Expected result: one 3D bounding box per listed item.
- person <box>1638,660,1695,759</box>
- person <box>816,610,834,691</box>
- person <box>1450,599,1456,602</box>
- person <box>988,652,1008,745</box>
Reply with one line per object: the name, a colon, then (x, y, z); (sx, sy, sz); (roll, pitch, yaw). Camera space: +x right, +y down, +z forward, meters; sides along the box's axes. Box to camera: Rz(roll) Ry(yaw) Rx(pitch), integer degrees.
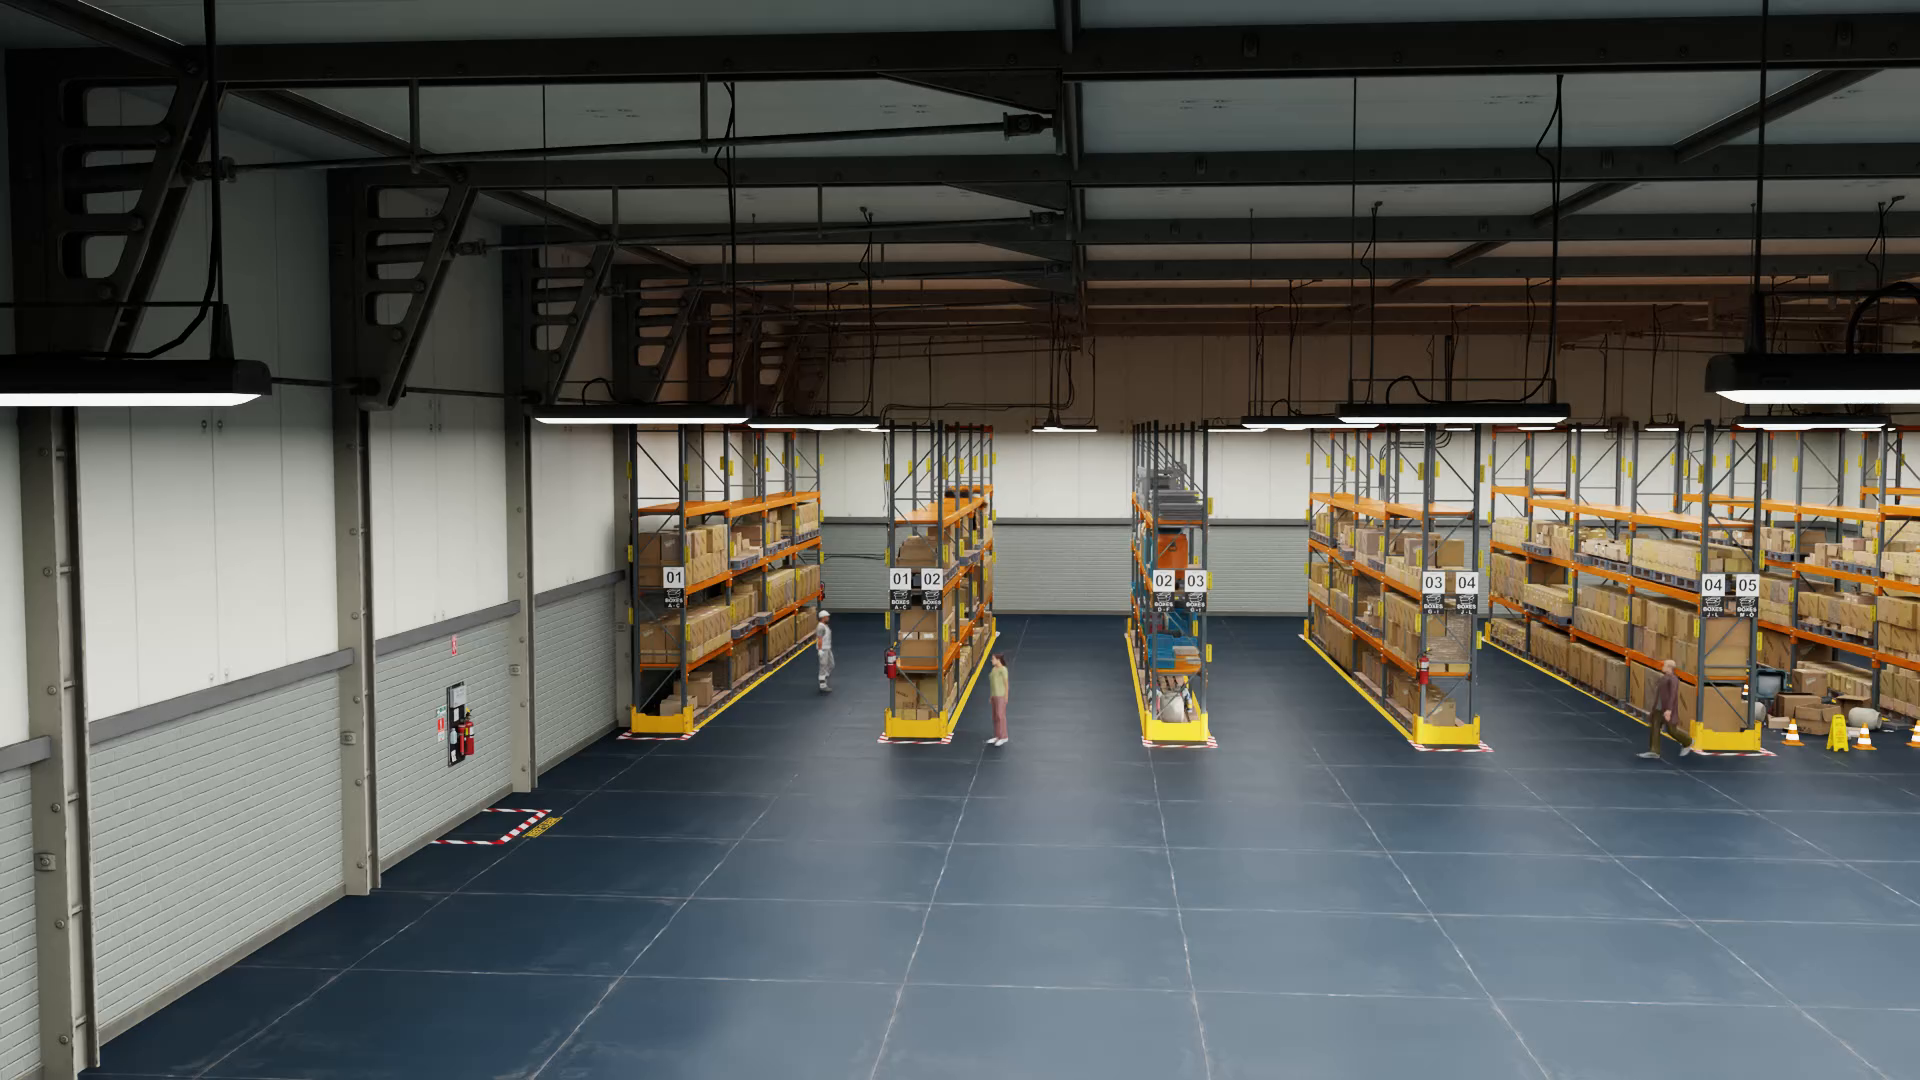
person: (12.514, 2.986, 29.352); (0.952, 1.758, 0.546); (-1, 4, -22)
person: (-3.025, 2.481, 37.236); (0.403, 1.809, 0.609); (1, 4, 9)
person: (13.234, 2.037, 44.337); (0.637, 1.769, 0.693); (0, 4, 7)
person: (0.701, 2.940, 30.911); (0.394, 1.712, 0.512); (-2, 4, -30)
